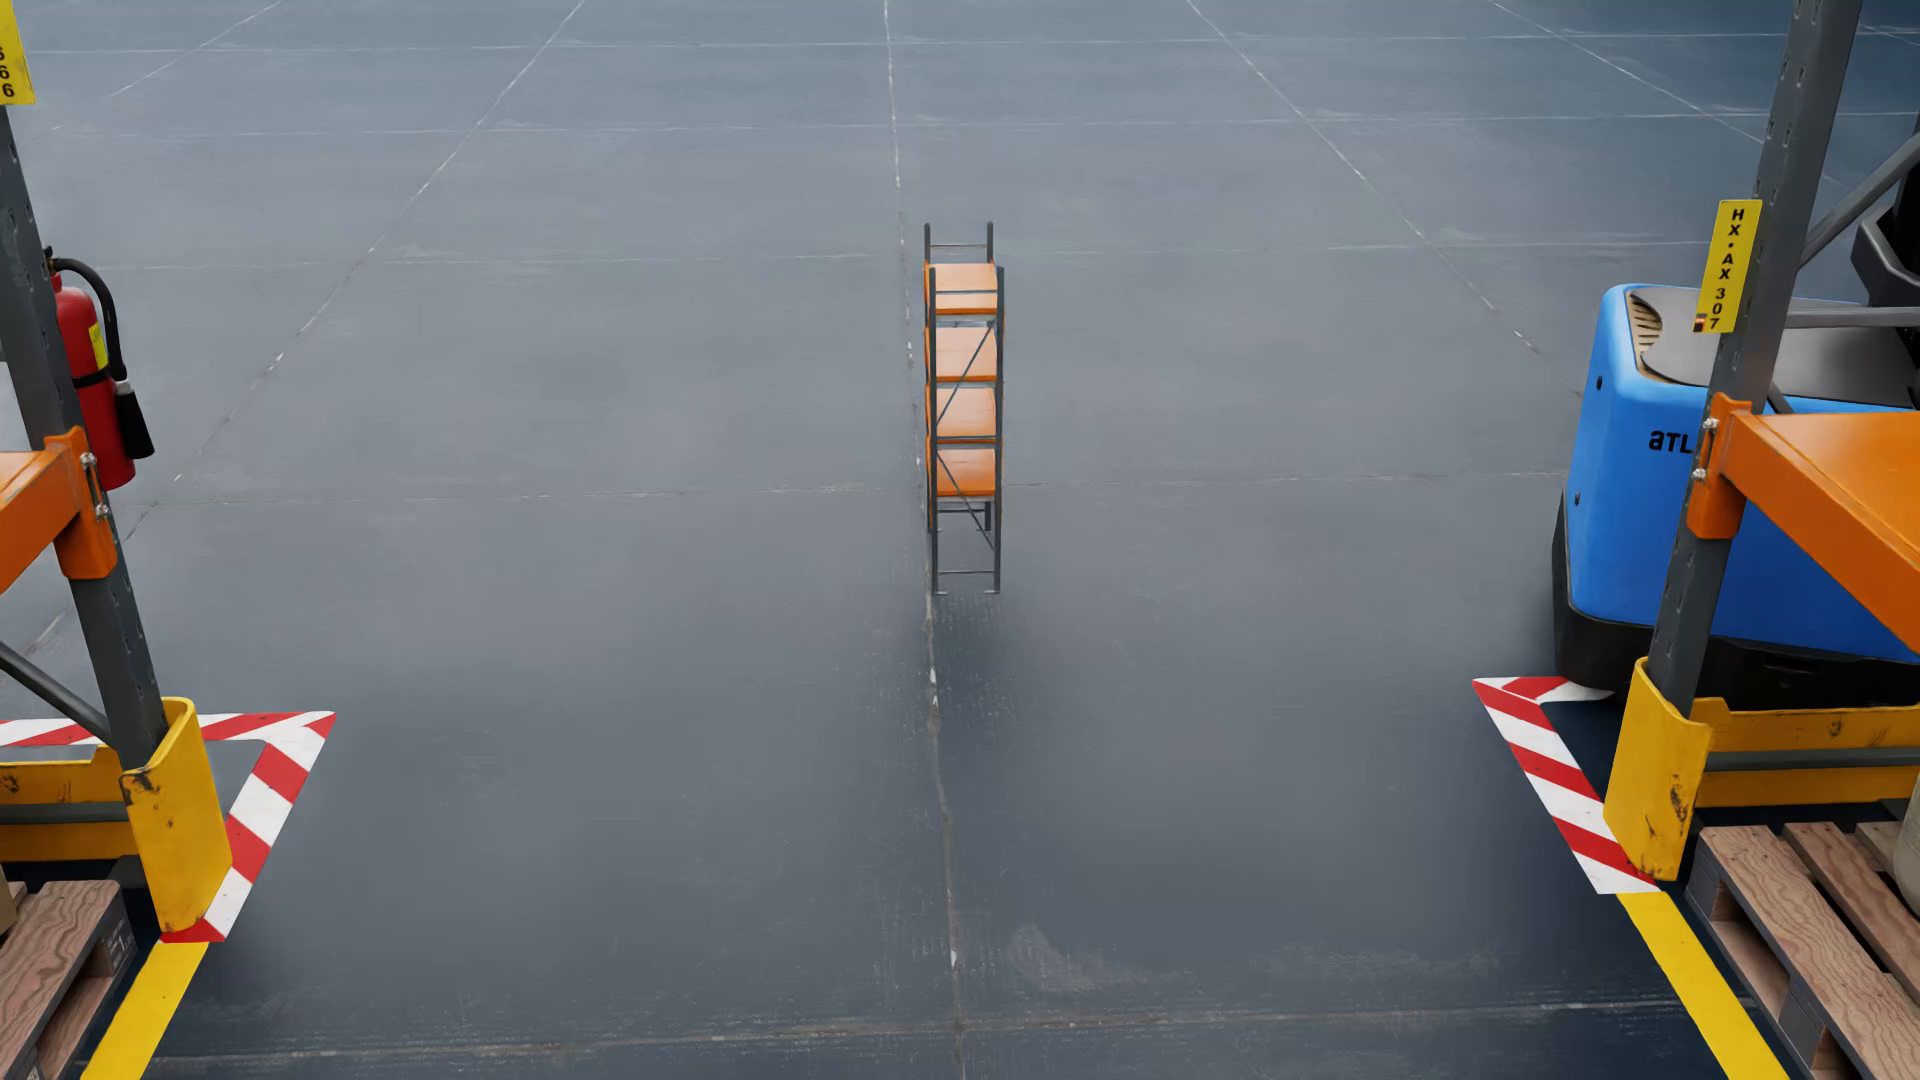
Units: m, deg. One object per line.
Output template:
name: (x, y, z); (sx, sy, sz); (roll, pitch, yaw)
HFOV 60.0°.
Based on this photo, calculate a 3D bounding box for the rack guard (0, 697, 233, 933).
rack guard: (-2.572, 0.727, 4.315); (1.175, 0.500, 0.348); (-1, 28, -3)

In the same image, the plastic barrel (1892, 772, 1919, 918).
plastic barrel: (2.481, 0.683, 3.933); (0.421, 0.512, 0.421); (0, 28, 0)

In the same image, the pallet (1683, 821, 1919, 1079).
pallet: (2.458, 1.110, 3.894); (1.003, 0.211, 1.213); (-1, 28, -3)

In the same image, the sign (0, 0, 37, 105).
sign: (-2.021, -1.074, 3.471); (0.100, 0.325, 0.005); (-1, 28, -3)

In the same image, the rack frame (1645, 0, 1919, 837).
rack frame: (2.370, -0.536, 4.034); (1.000, 3.000, 0.127); (-1, 28, -3)

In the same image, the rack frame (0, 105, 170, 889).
rack frame: (-2.576, -0.416, 3.804); (1.000, 3.000, 0.127); (-1, 28, -3)

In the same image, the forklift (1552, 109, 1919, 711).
forklift: (3.477, -0.817, 4.647); (3.031, 2.935, 1.130); (8, 29, 15)

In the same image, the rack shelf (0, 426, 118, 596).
rack shelf: (-2.472, 0.826, 2.200); (1.077, 0.370, 4.000); (-1, 28, -3)

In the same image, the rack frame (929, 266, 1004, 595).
rack frame: (0.021, -0.343, 5.610); (0.240, 1.200, 0.015); (-1, 28, -3)

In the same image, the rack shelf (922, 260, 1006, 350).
rack shelf: (0.009, -0.804, 5.644); (0.258, 0.148, 0.480); (-1, 28, -3)

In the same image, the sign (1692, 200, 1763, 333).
sign: (1.821, -0.647, 3.948); (0.100, 0.325, 0.005); (-1, 28, -3)

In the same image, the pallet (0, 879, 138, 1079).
pallet: (-2.565, 1.231, 3.661); (1.003, 0.211, 1.213); (-1, 28, -3)

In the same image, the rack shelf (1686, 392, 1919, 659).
rack shelf: (2.475, 0.707, 2.429); (1.077, 0.370, 4.000); (-1, 28, -3)

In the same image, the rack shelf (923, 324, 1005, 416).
rack shelf: (0.009, -0.594, 5.754); (0.258, 0.148, 0.480); (-1, 28, -3)

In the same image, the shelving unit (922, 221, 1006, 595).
shelving unit: (0.009, -0.456, 5.826); (0.258, 1.200, 0.503); (-1, 28, -3)

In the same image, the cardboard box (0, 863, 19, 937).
cardboard box: (-2.560, 0.795, 3.732); (0.500, 0.500, 0.500); (4, 28, 7)

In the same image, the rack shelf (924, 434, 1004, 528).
rack shelf: (0.009, -0.220, 5.949); (0.258, 0.148, 0.480); (-1, 28, -3)

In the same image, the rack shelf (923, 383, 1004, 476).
rack shelf: (0.009, -0.396, 5.857); (0.258, 0.148, 0.480); (-1, 28, -3)

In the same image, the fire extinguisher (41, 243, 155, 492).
fire extinguisher: (-2.122, -0.446, 3.945); (0.296, 0.674, 0.183); (-1, 28, -3)

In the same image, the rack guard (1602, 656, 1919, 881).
rack guard: (2.421, 0.607, 4.547); (1.175, 0.500, 0.348); (-1, 28, -3)

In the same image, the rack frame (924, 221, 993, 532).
rack frame: (-0.004, -0.568, 6.042); (0.240, 1.200, 0.015); (-1, 28, -3)
